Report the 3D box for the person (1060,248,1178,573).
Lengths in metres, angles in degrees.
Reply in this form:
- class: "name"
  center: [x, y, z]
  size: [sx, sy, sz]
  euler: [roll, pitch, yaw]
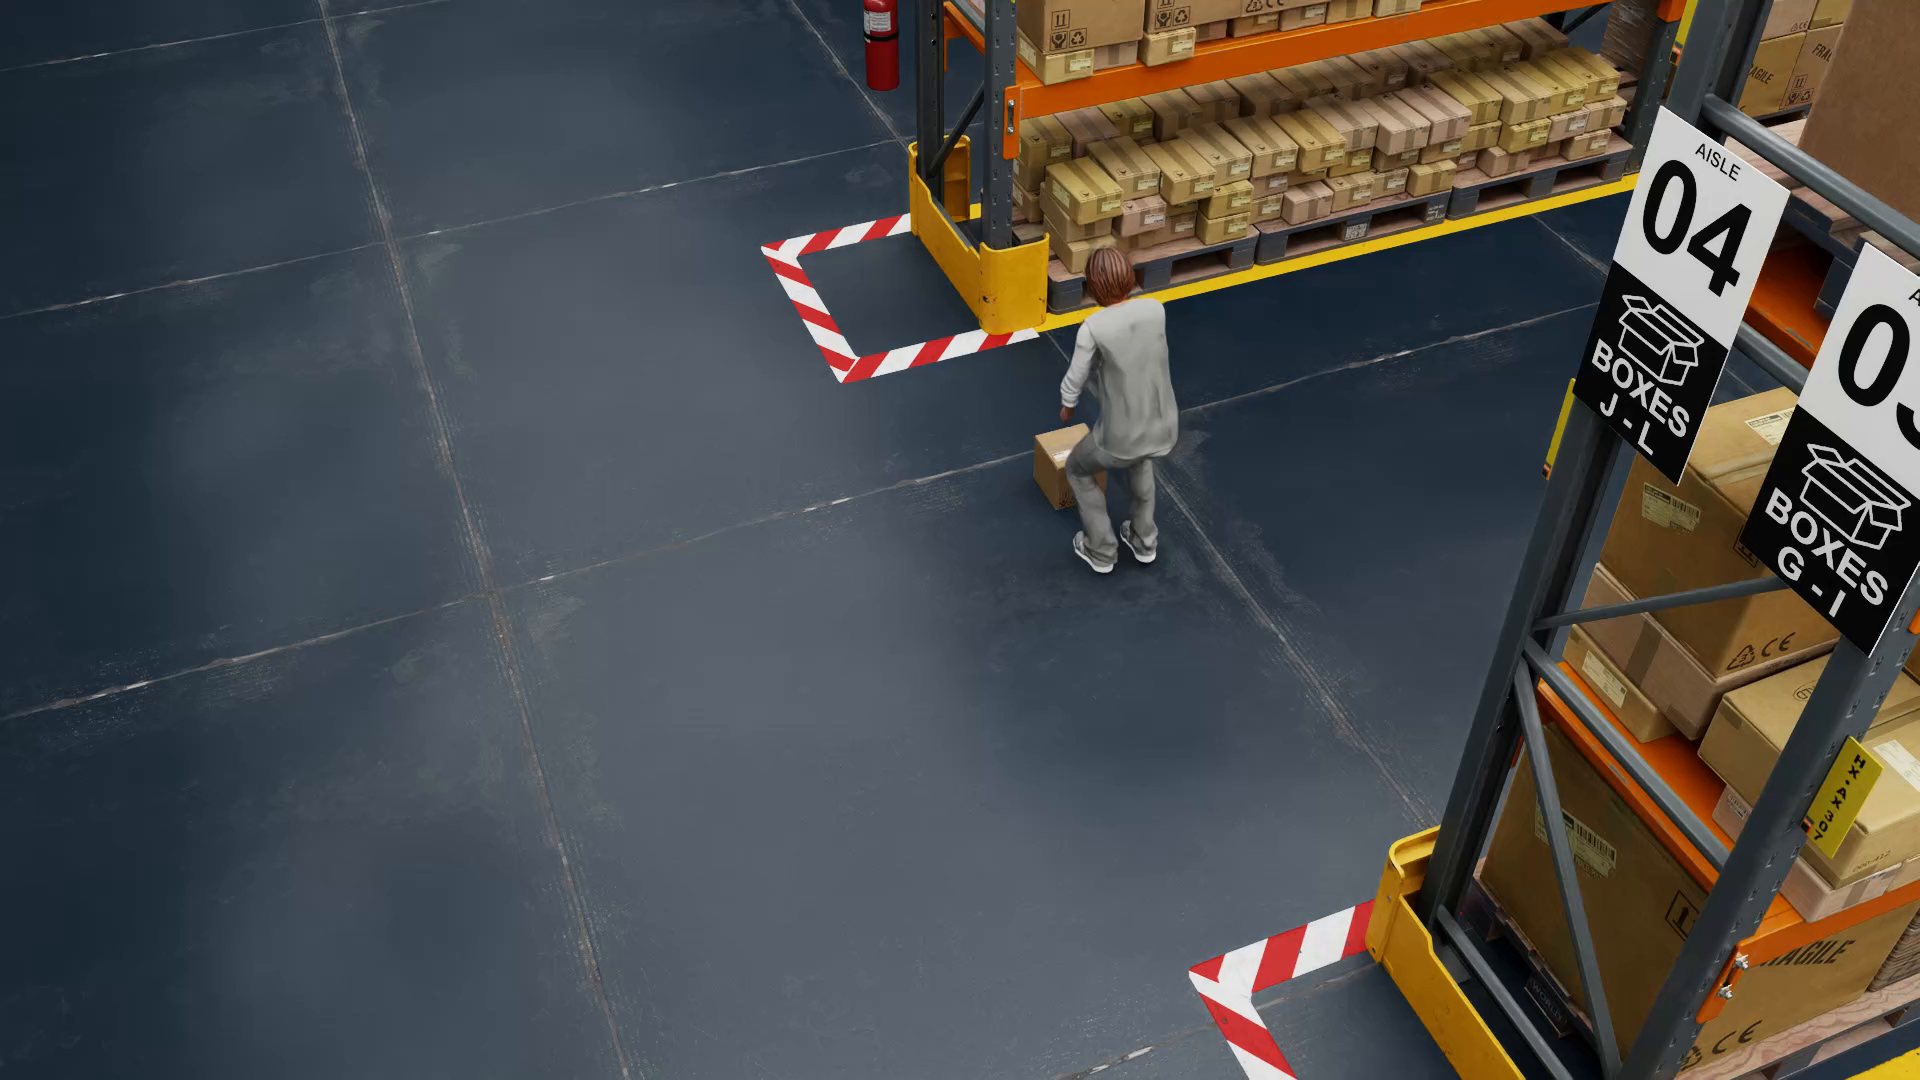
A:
- class: "person"
  center: [0.641, -0.484, 6.821]
  size: [0.454, 1.444, 0.540]
  euler: [-15, 44, -16]
